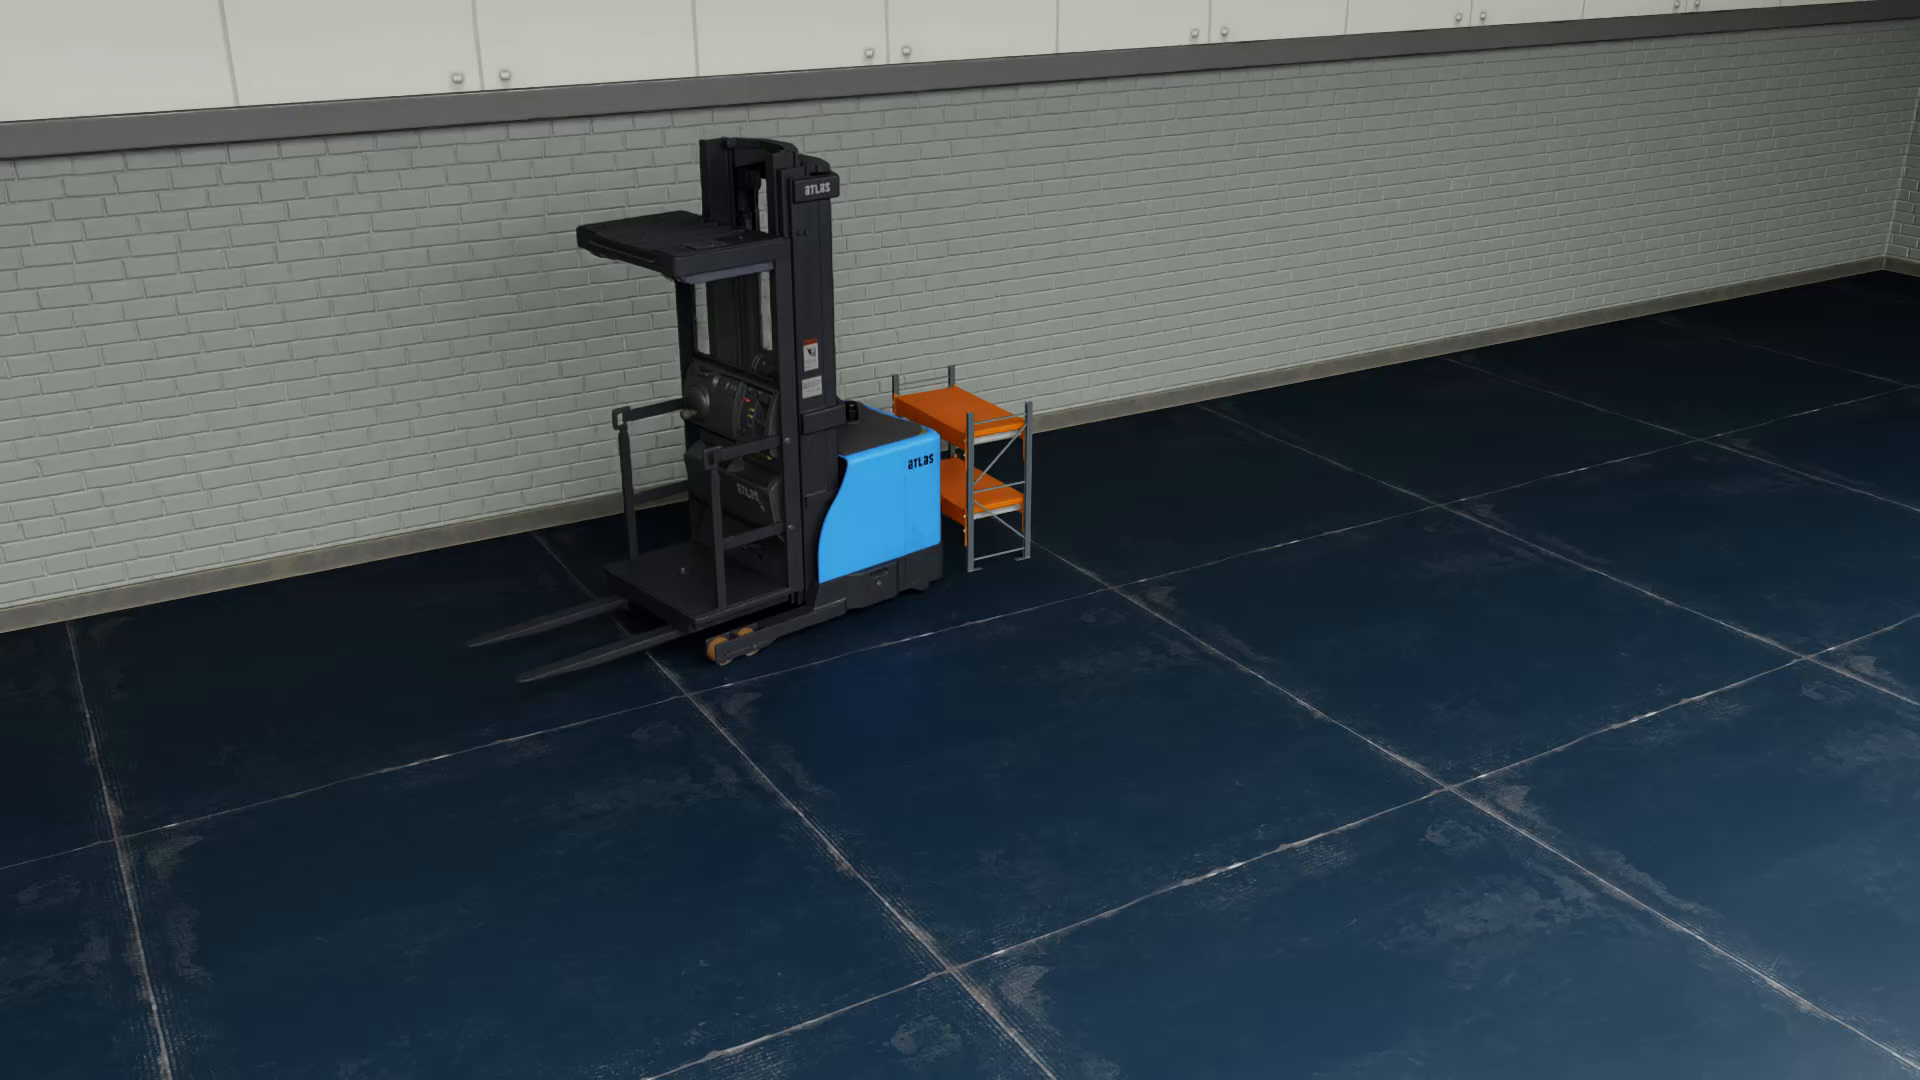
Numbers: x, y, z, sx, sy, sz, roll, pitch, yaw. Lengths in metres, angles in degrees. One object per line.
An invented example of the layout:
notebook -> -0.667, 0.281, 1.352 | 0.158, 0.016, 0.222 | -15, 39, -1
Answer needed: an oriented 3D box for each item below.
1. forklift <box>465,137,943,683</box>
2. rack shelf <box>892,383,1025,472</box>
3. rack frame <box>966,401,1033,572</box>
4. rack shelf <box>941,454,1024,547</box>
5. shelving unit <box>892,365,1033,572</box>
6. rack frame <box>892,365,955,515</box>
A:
forklift -> -1.548, -0.831, 9.962 | 3.031, 2.935, 1.130 | -18, 29, -38
rack shelf -> 0.003, -0.790, 11.484 | 0.538, 0.278, 1.000 | -13, 25, -28
rack frame -> 0.263, -0.354, 11.189 | 0.500, 1.125, 0.032 | -13, 25, -28
rack shelf -> 0.003, -0.292, 11.686 | 0.538, 0.278, 1.000 | -13, 25, -28
shelving unit -> 0.003, -0.519, 11.594 | 0.538, 1.125, 1.048 | -13, 25, -28
rack frame -> -0.256, -0.683, 11.999 | 0.500, 1.125, 0.032 | -13, 25, -28
